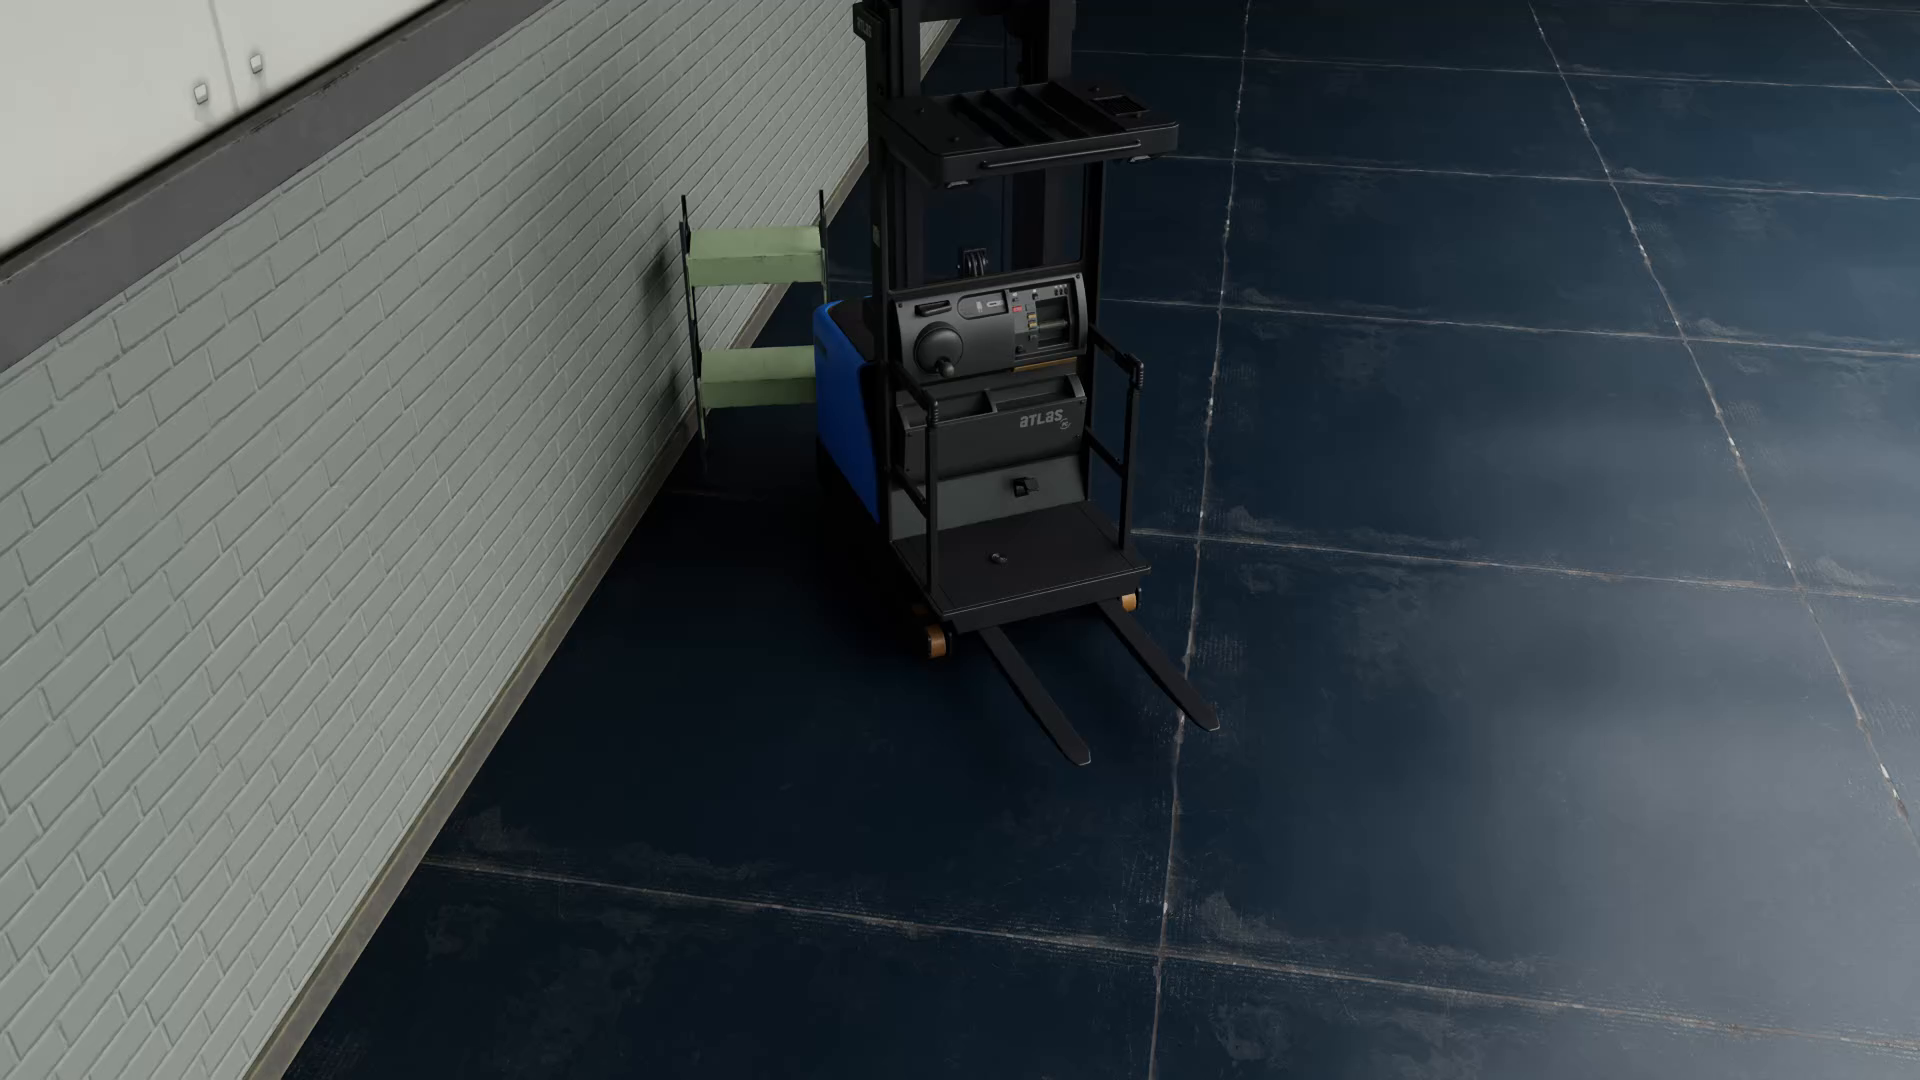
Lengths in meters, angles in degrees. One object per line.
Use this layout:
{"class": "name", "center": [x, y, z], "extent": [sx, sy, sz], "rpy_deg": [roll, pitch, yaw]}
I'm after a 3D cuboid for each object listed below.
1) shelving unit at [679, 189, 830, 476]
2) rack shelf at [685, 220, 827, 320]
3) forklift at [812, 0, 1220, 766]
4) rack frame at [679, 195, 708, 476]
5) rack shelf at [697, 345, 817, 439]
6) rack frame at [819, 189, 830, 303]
{"class": "shelving unit", "center": [-1.089, -1.121, 9.127], "extent": [0.755, 1.500, 0.431], "rpy_deg": [-3, 32, -5]}
{"class": "rack shelf", "center": [-1.089, -1.451, 8.920], "extent": [0.720, 0.370, 0.431], "rpy_deg": [-3, 32, -5]}
{"class": "forklift", "center": [0.232, -0.936, 7.482], "extent": [1.130, 2.935, 3.031], "rpy_deg": [-12, 34, -18]}
{"class": "rack frame", "center": [-1.452, -1.099, 9.093], "extent": [0.023, 1.500, 0.400], "rpy_deg": [-3, 32, -5]}
{"class": "rack shelf", "center": [-1.089, -0.844, 9.300], "extent": [0.720, 0.370, 0.431], "rpy_deg": [-3, 32, -5]}
{"class": "rack frame", "center": [-0.725, -1.142, 9.161], "extent": [0.023, 1.500, 0.400], "rpy_deg": [-3, 32, -5]}
